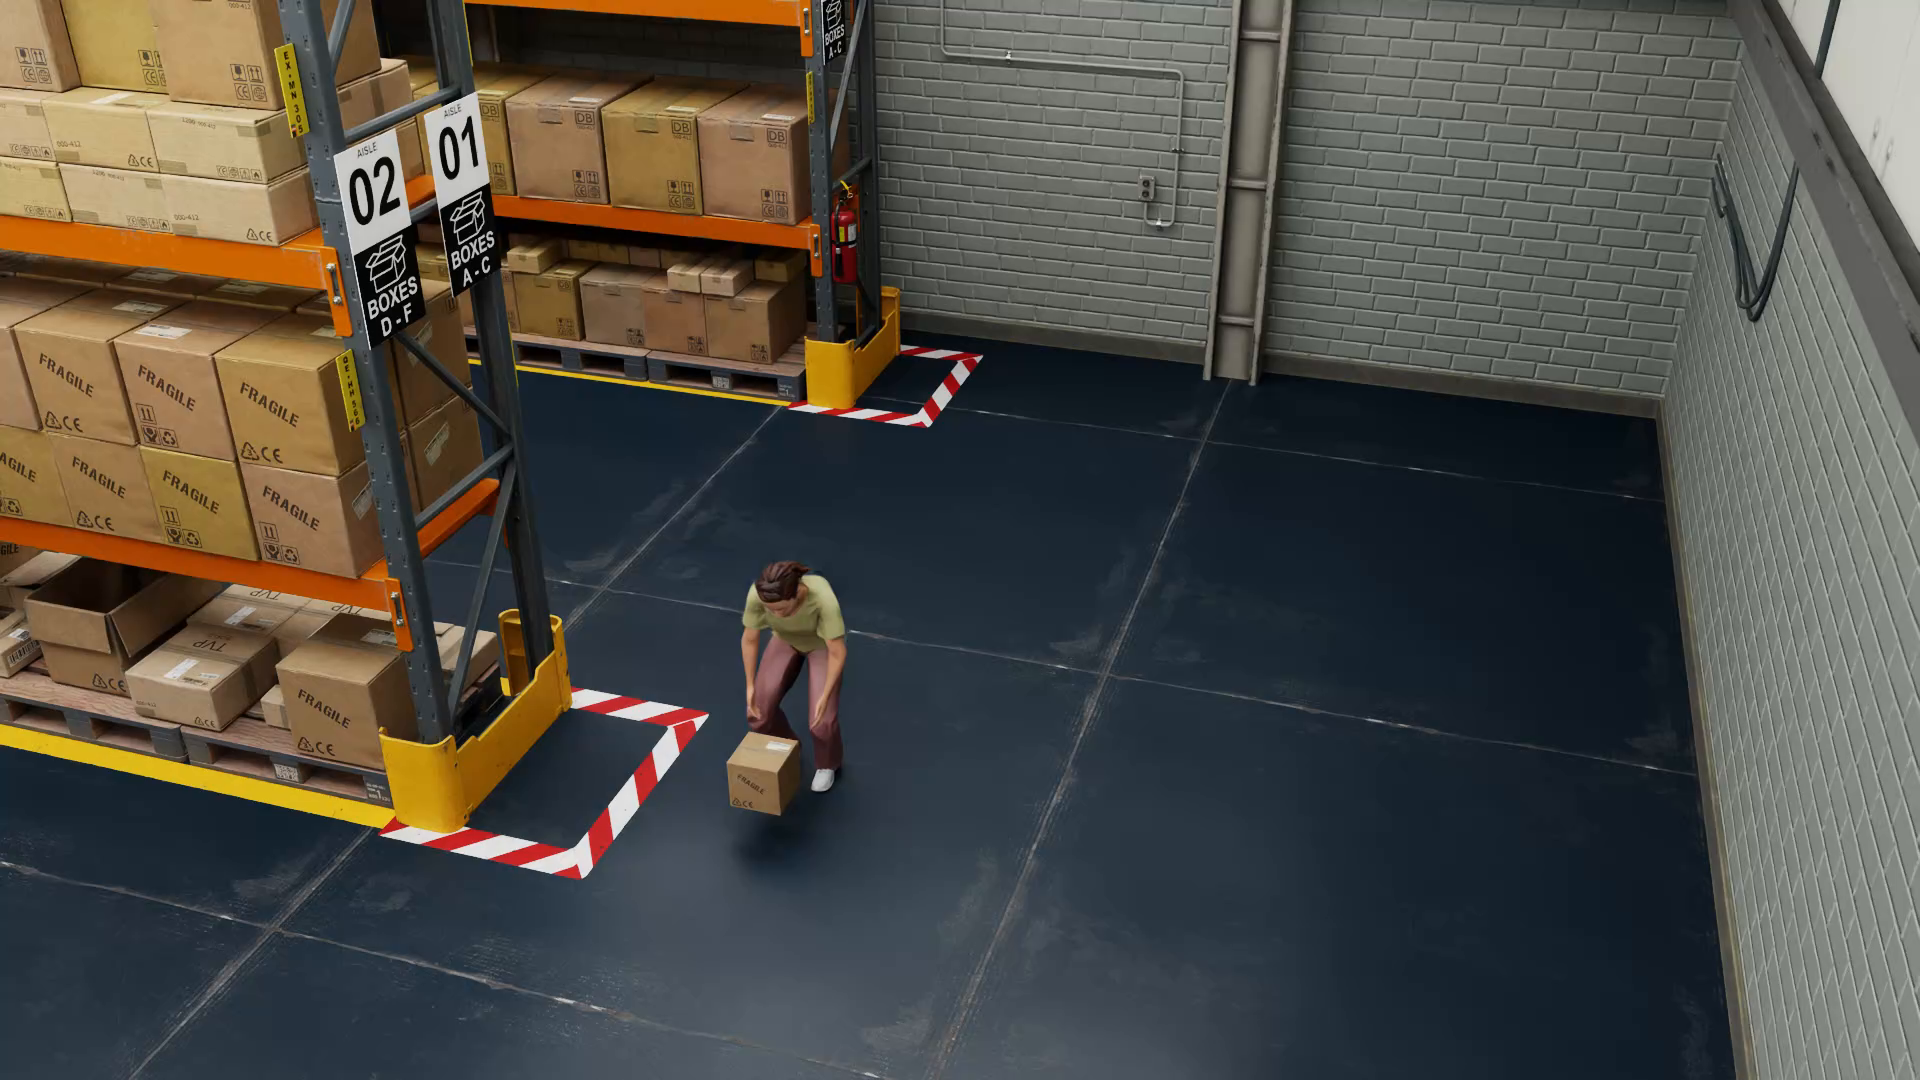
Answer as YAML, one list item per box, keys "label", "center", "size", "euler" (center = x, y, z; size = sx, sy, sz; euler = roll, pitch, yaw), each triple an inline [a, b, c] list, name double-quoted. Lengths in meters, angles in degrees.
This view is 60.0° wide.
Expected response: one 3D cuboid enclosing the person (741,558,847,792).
- label: "person"
  center: [-0.743, 0.590, 7.806]
  size: [0.511, 1.335, 0.665]
  euler: [9, 30, 15]
